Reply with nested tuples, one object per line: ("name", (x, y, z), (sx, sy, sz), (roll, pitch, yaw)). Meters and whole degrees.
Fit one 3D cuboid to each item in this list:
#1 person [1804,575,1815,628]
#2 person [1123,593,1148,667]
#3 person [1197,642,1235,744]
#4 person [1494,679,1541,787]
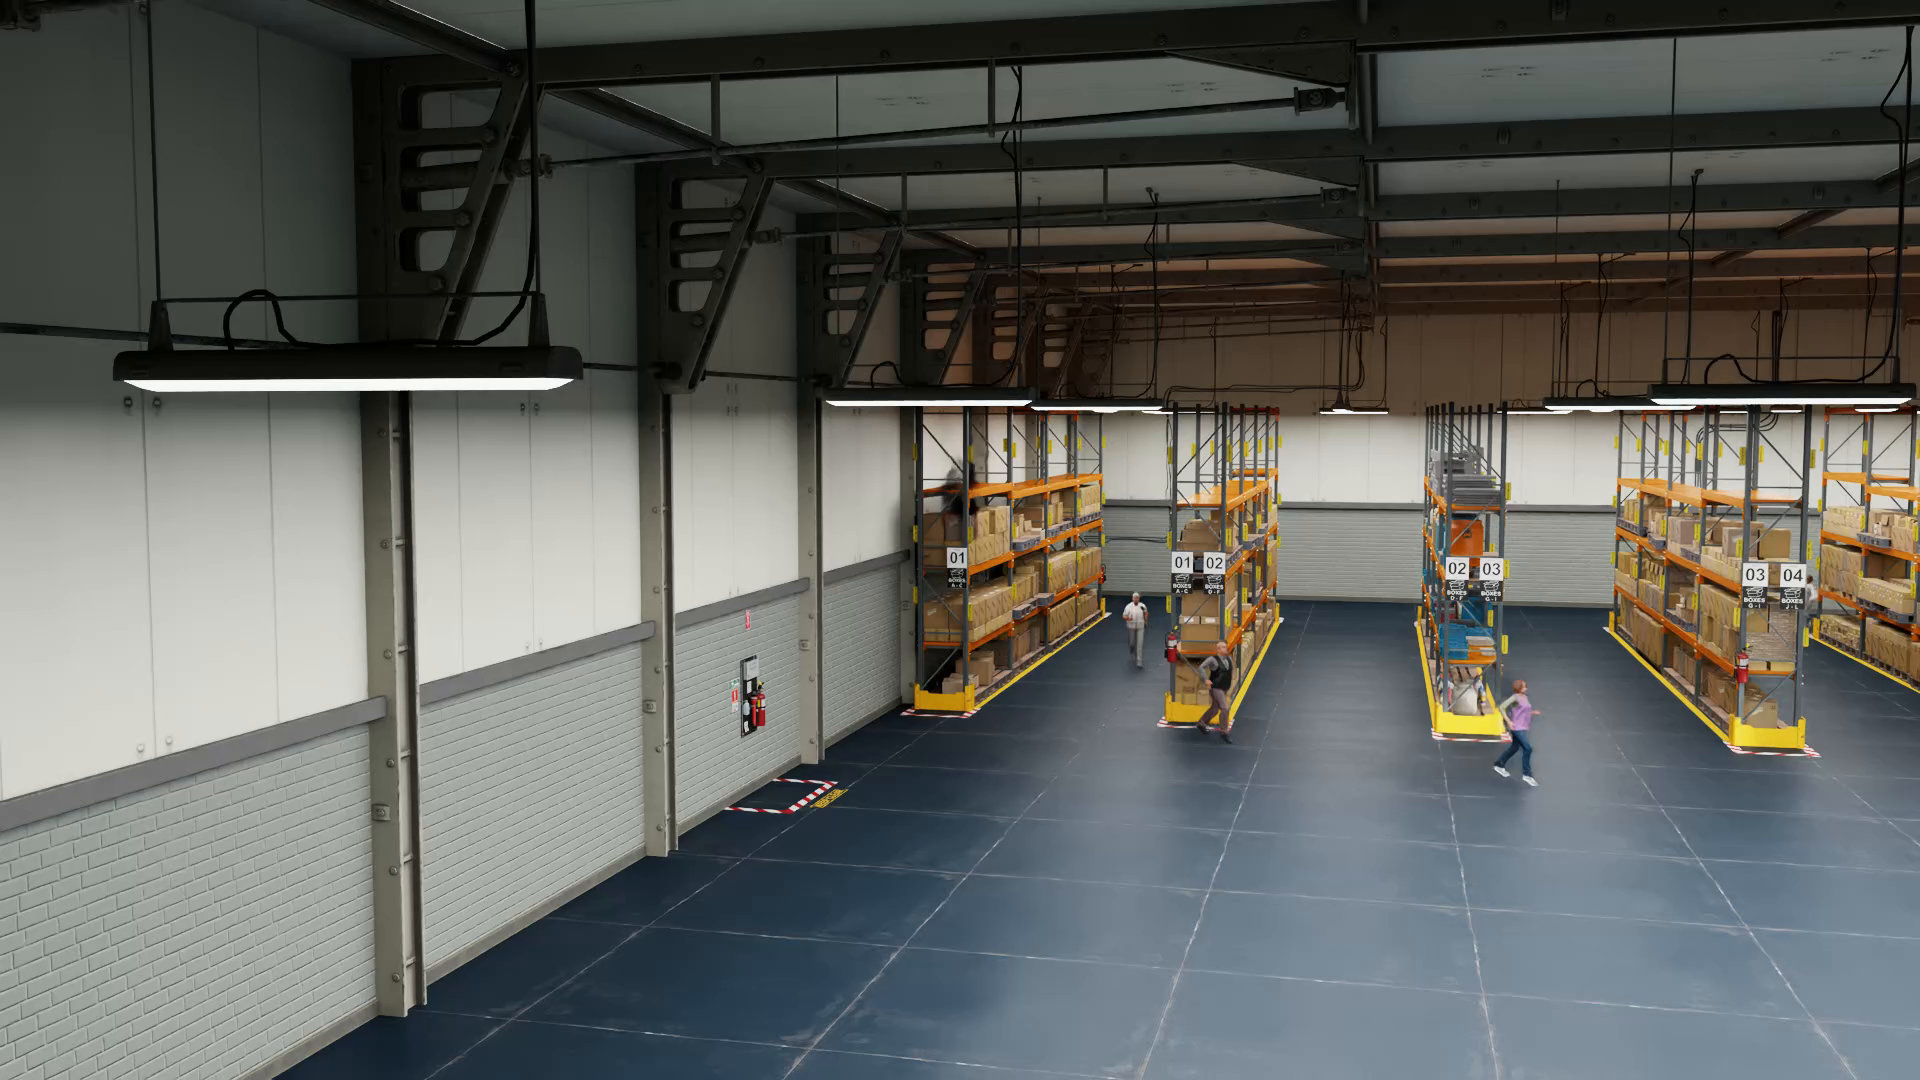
("person", (22.614, 1.693, 44.285), (0.576, 1.523, 0.602), (0, 4, 2))
("person", (4.059, 2.044, 38.385), (0.606, 1.665, 0.925), (0, 4, 1))
("person", (4.586, 2.671, 29.492), (0.865, 1.752, 0.653), (4, 6, 44))
("person", (8.710, 2.990, 26.000), (0.757, 1.636, 0.514), (3, 5, 37))
